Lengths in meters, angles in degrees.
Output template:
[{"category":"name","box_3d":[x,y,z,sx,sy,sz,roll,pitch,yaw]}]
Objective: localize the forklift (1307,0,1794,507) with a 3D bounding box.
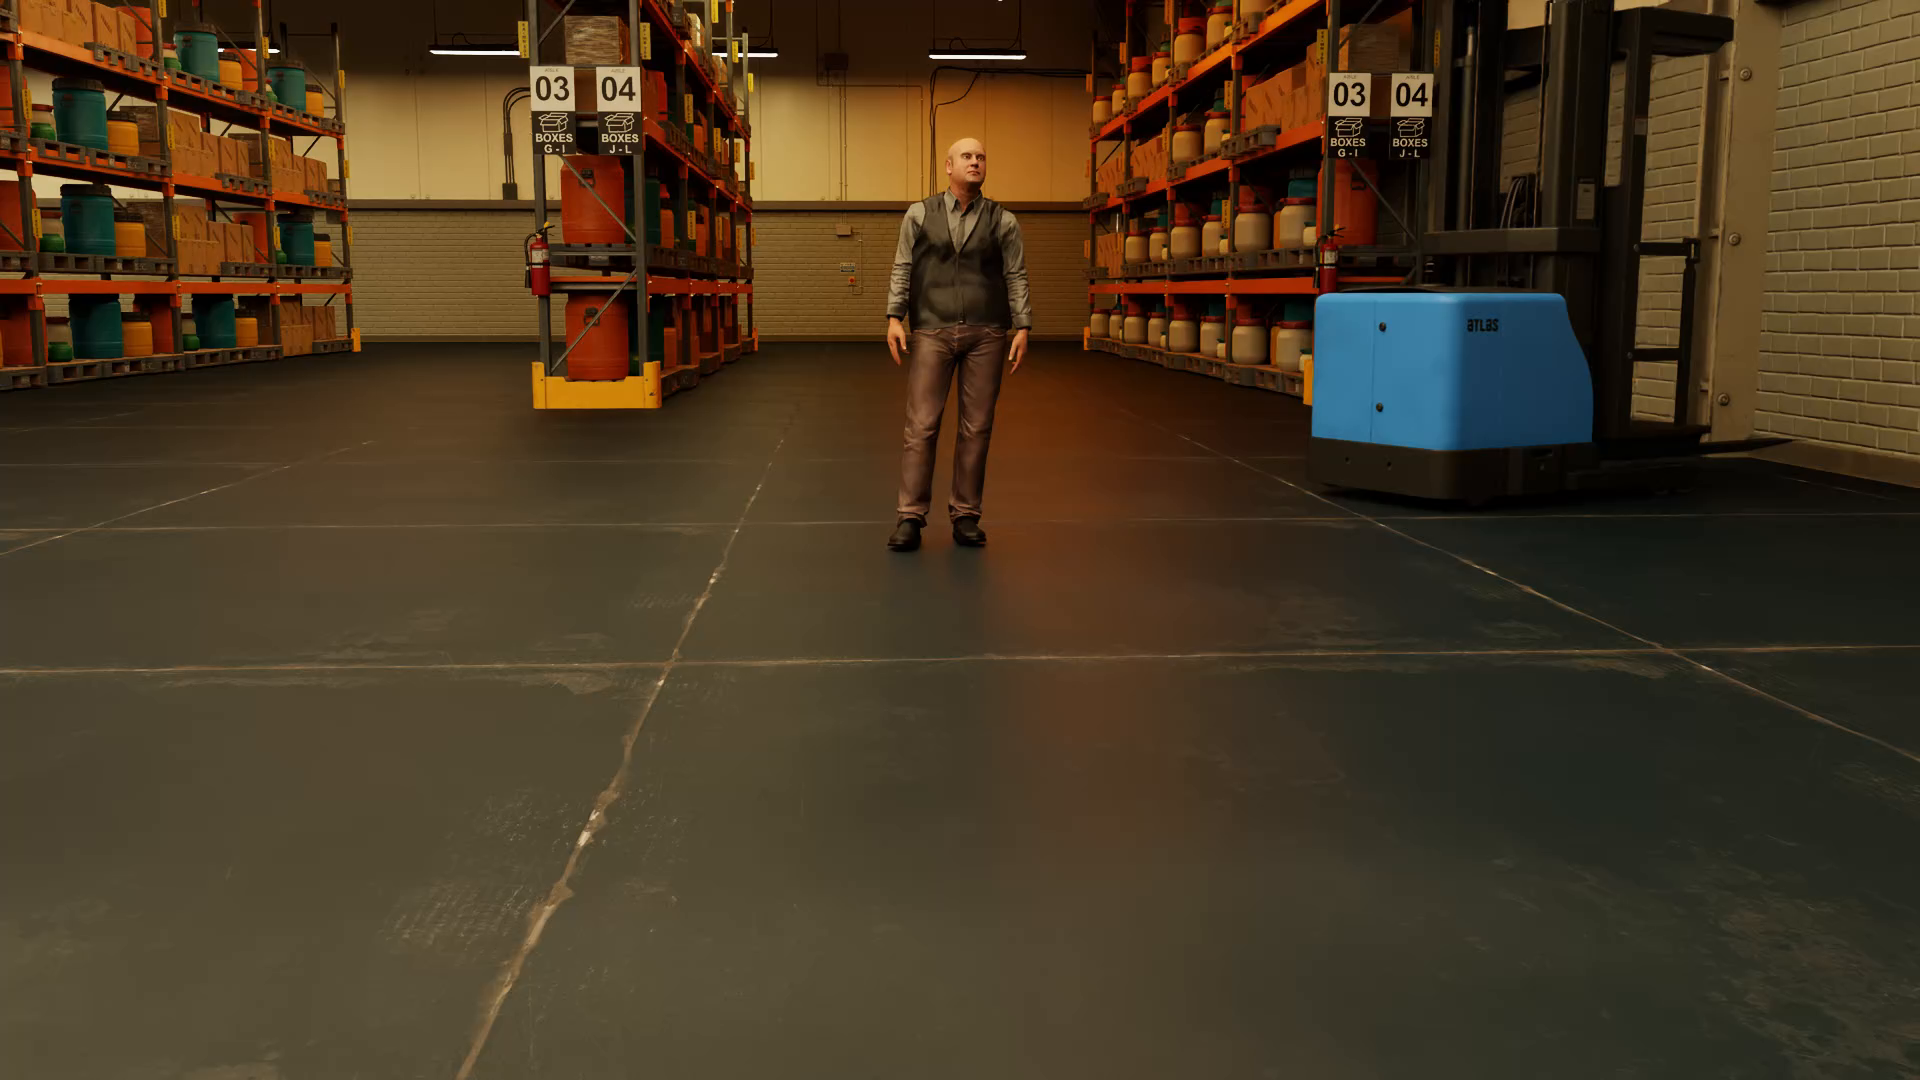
[{"category":"forklift","box_3d":[3.407,-1.747,9.097,3.031,2.935,1.130,-5,10,-30]}]

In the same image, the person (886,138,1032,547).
[{"category":"person","box_3d":[-0.003,-0.849,7.120,0.633,1.722,0.566,-1,8,-4]}]
